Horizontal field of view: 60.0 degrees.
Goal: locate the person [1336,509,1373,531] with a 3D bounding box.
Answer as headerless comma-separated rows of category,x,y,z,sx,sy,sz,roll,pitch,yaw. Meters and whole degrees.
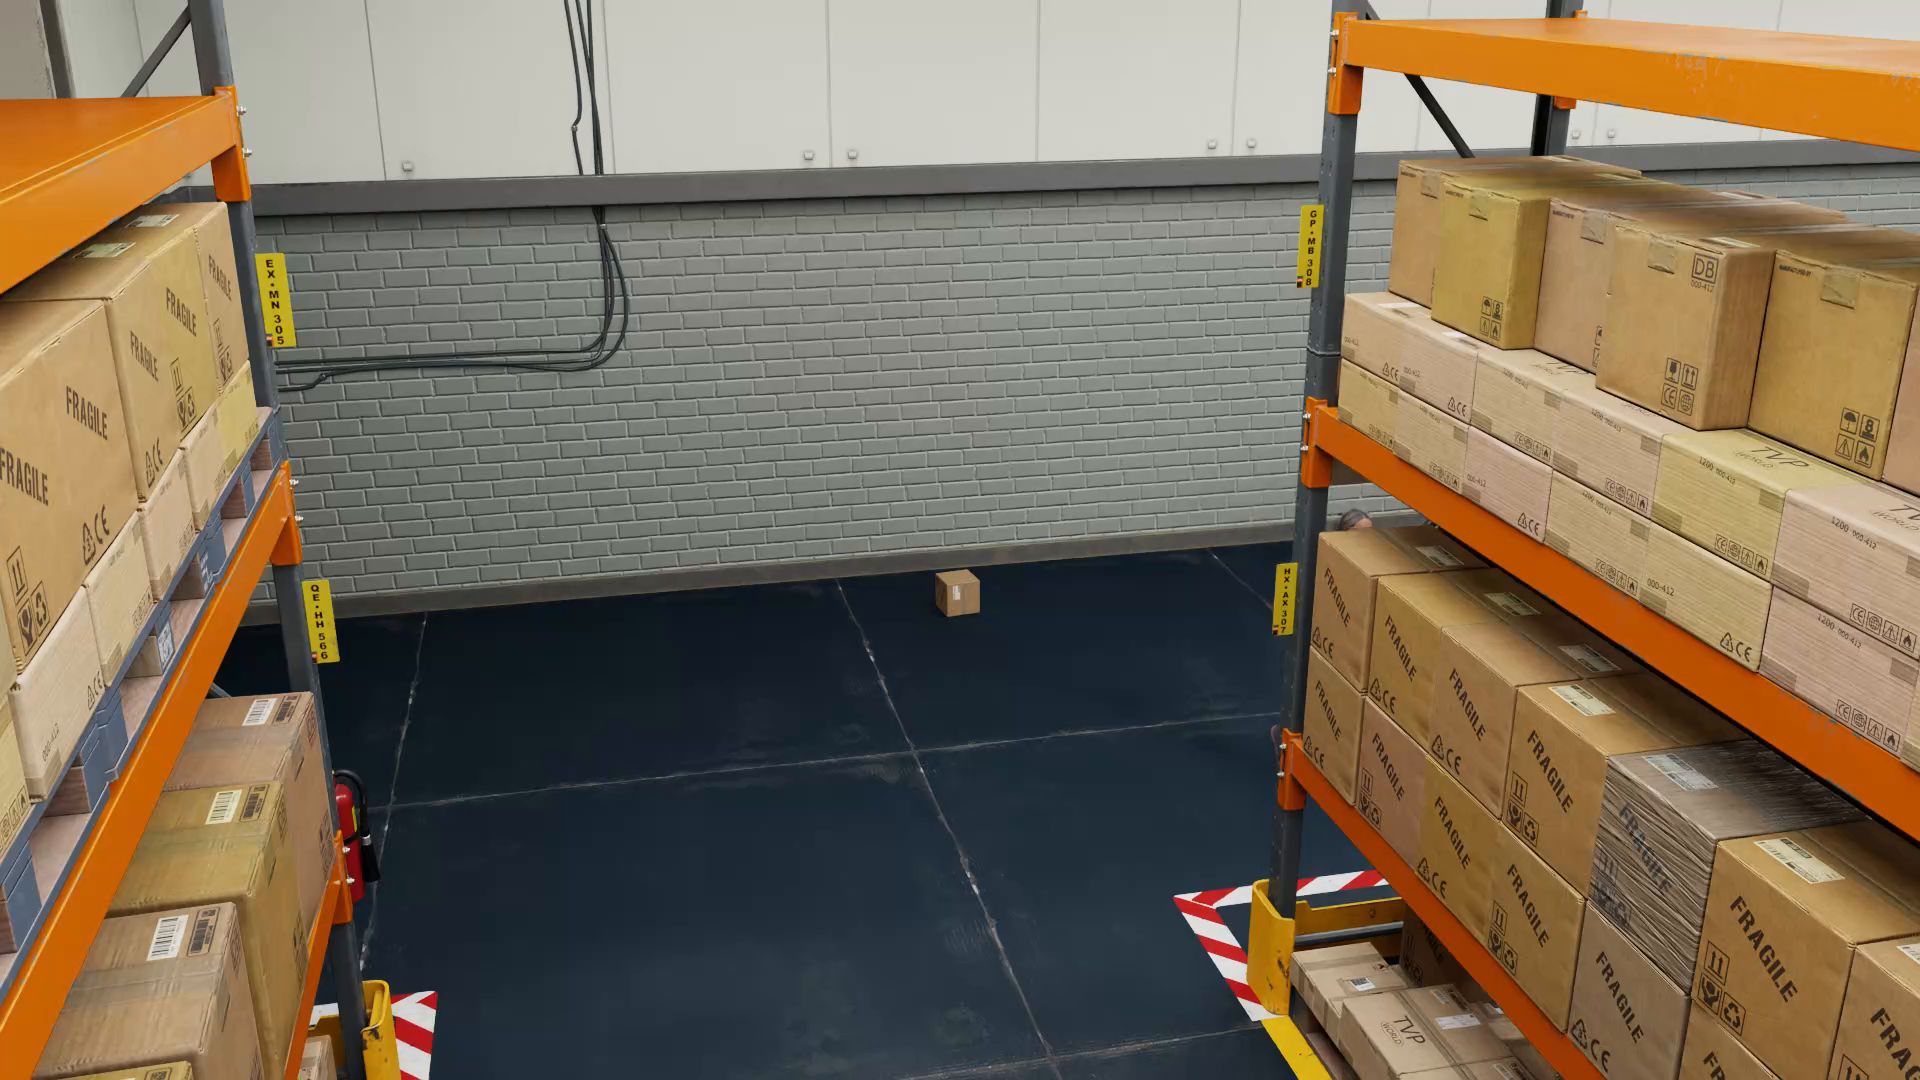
person,2.199,0.659,9.272,0.441,1.709,0.487,-18,27,-41
